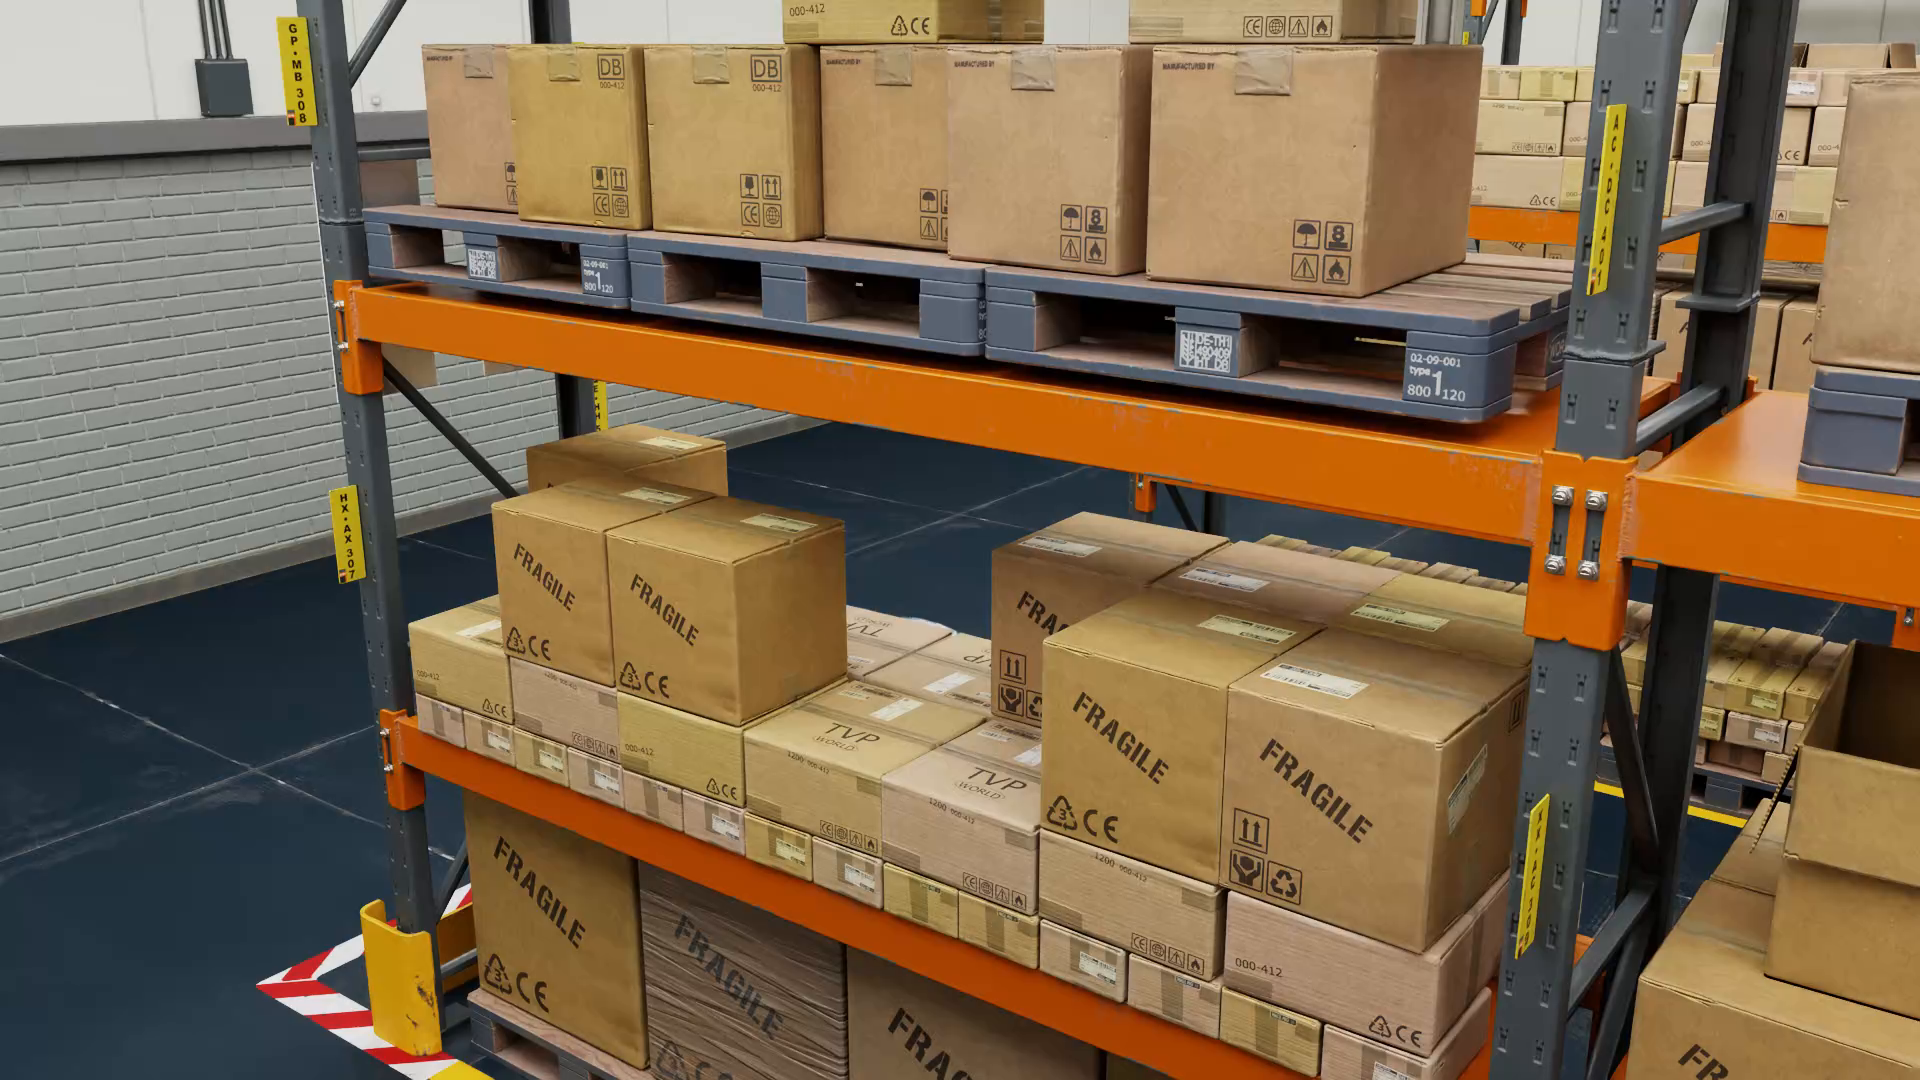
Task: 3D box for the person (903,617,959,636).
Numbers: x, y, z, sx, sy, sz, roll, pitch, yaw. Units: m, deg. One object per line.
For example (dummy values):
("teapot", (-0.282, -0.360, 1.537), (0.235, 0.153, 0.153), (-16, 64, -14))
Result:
("person", (-0.319, 0.769, 8.706), (0.523, 0.801, 0.906), (12, 20, 34))
